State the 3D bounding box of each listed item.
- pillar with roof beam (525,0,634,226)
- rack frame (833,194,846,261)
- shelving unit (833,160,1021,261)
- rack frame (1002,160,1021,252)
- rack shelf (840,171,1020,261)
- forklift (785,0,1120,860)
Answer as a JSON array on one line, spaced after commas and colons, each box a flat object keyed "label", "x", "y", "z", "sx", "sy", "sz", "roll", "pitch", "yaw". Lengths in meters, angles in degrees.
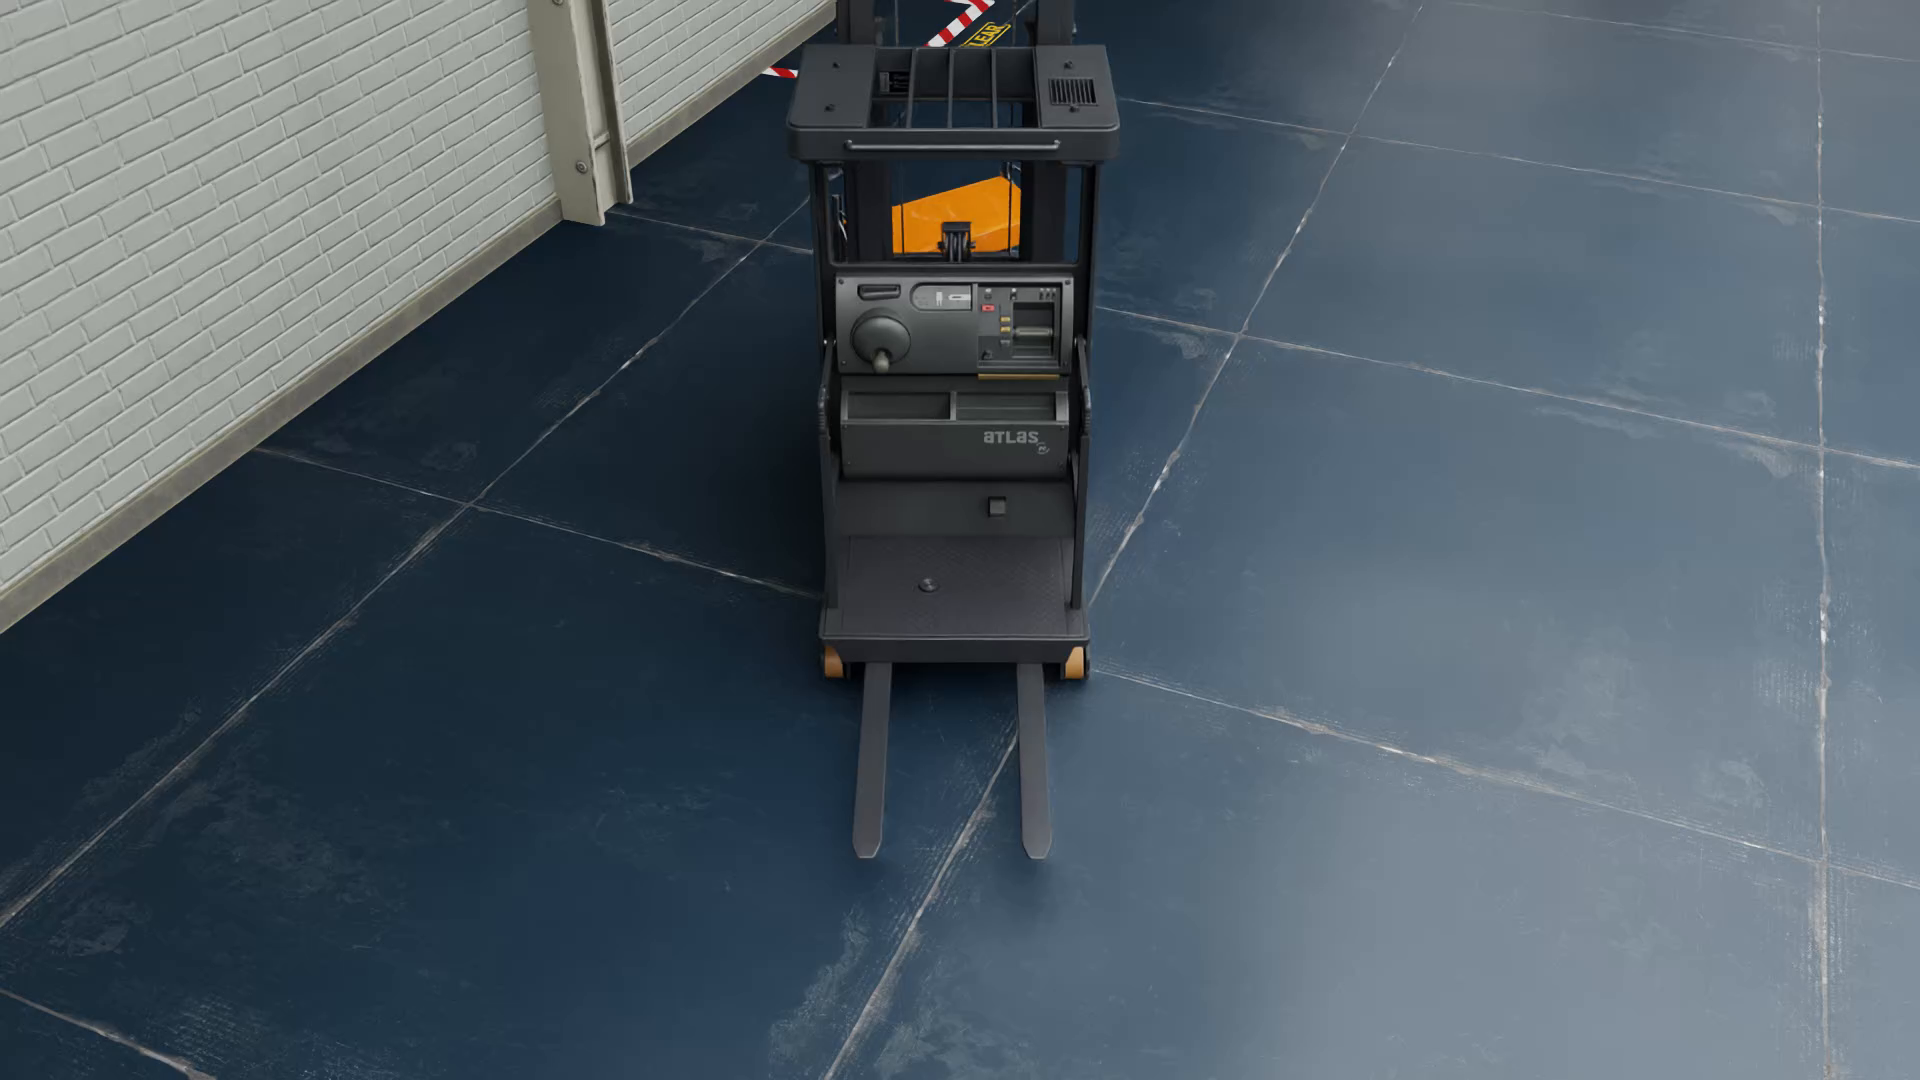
[{"label": "pillar with roof beam", "x": 1.674, "y": -4.724, "z": 6.554, "sx": 9.100, "sy": 9.000, "sz": 0.400, "roll": 14, "pitch": 39, "yaw": 18}, {"label": "rack frame", "x": -0.469, "y": -1.118, "z": 8.306, "sx": 0.032, "sy": 1.125, "sz": 0.500, "roll": -22, "pitch": 42, "yaw": -26}, {"label": "shelving unit", "x": -0.047, "y": -1.287, "z": 8.532, "sx": 1.048, "sy": 1.125, "sz": 0.538, "roll": -22, "pitch": 42, "yaw": -26}, {"label": "rack frame", "x": 0.376, "y": -1.456, "z": 8.758, "sx": 0.032, "sy": 1.125, "sz": 0.500, "roll": -22, "pitch": 42, "yaw": -26}, {"label": "rack shelf", "x": -0.047, "y": -1.521, "z": 8.357, "sx": 1.000, "sy": 0.278, "sz": 0.538, "roll": -22, "pitch": 42, "yaw": -26}, {"label": "forklift", "x": -0.021, "y": -0.778, "z": 6.342, "sx": 1.130, "sy": 2.935, "sz": 3.031, "roll": 0, "pitch": 37, "yaw": 0}]
